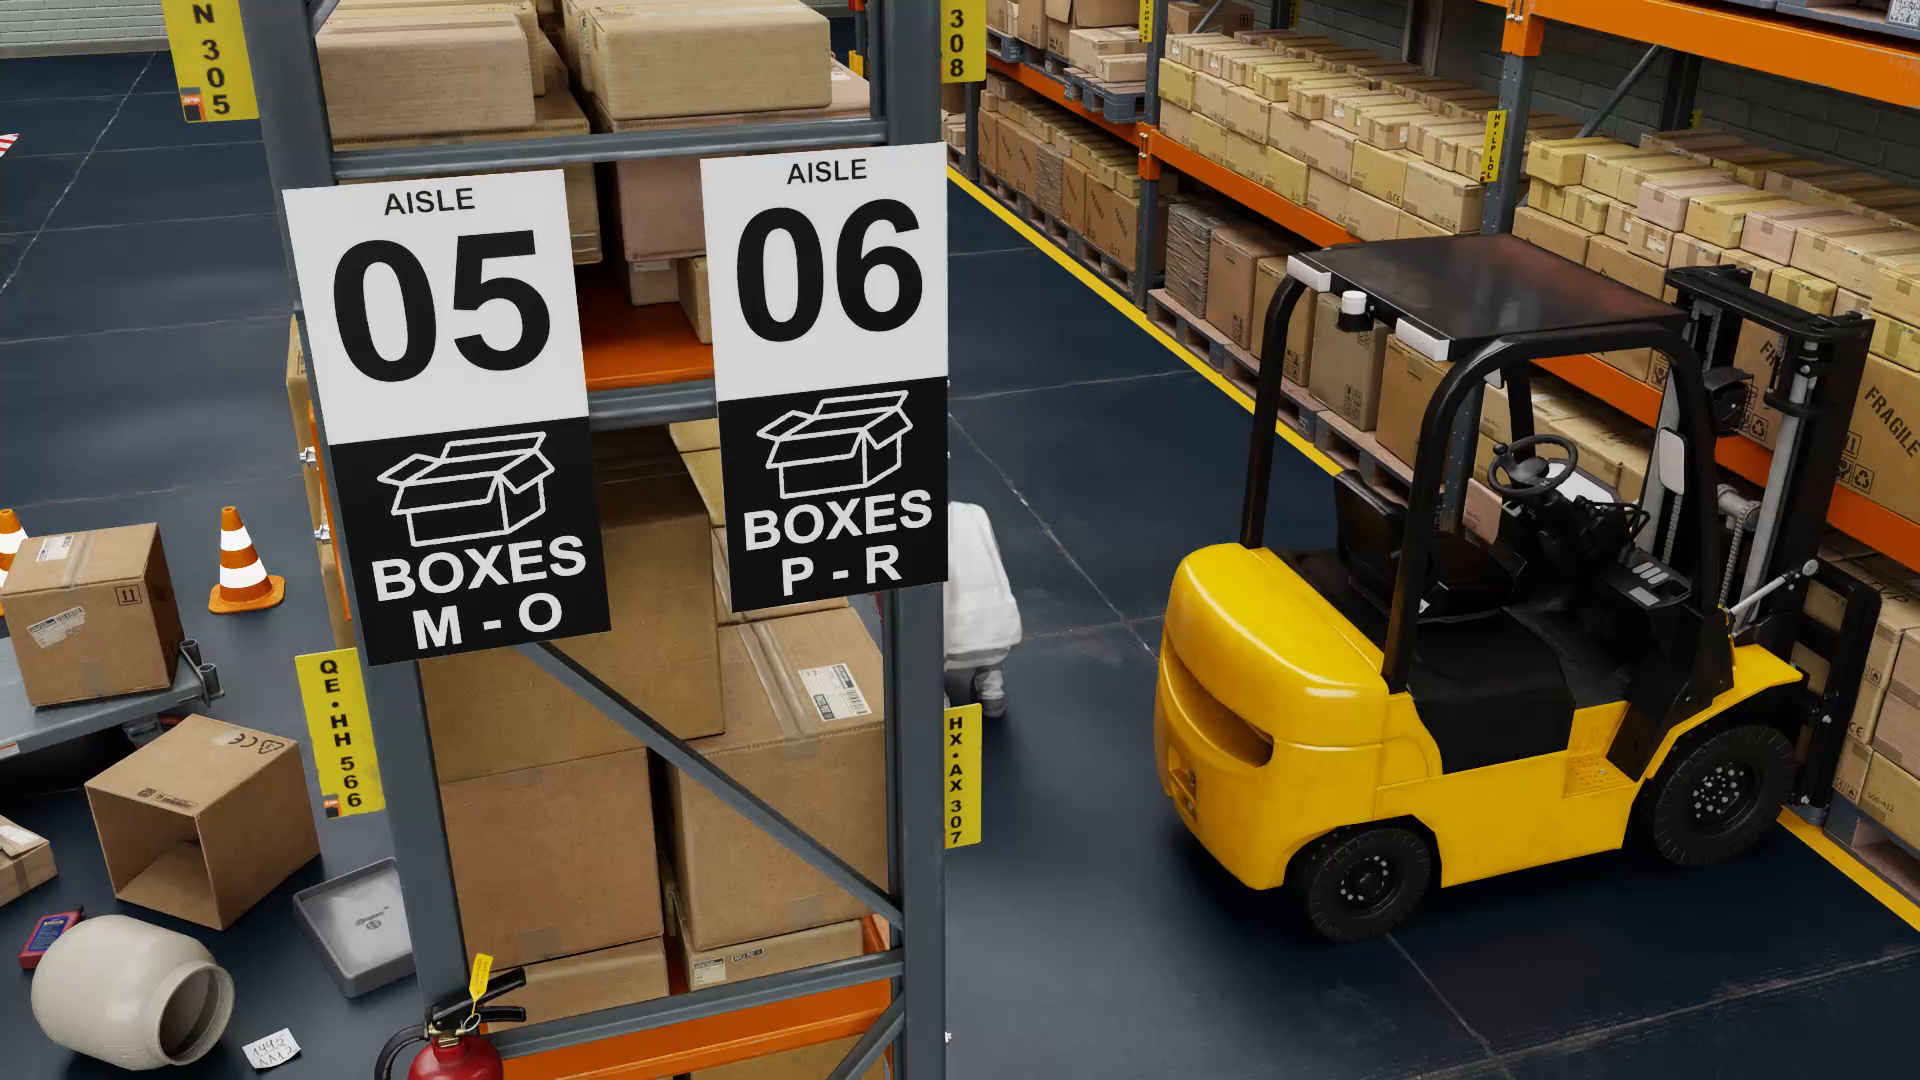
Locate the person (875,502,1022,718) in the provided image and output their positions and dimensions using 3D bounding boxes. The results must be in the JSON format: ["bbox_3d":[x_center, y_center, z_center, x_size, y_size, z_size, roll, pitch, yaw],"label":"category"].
[{"bbox_3d":[-0.068,0.223,7.009,0.576,1.026,0.804,-9,28,-18],"label":"person"}]
